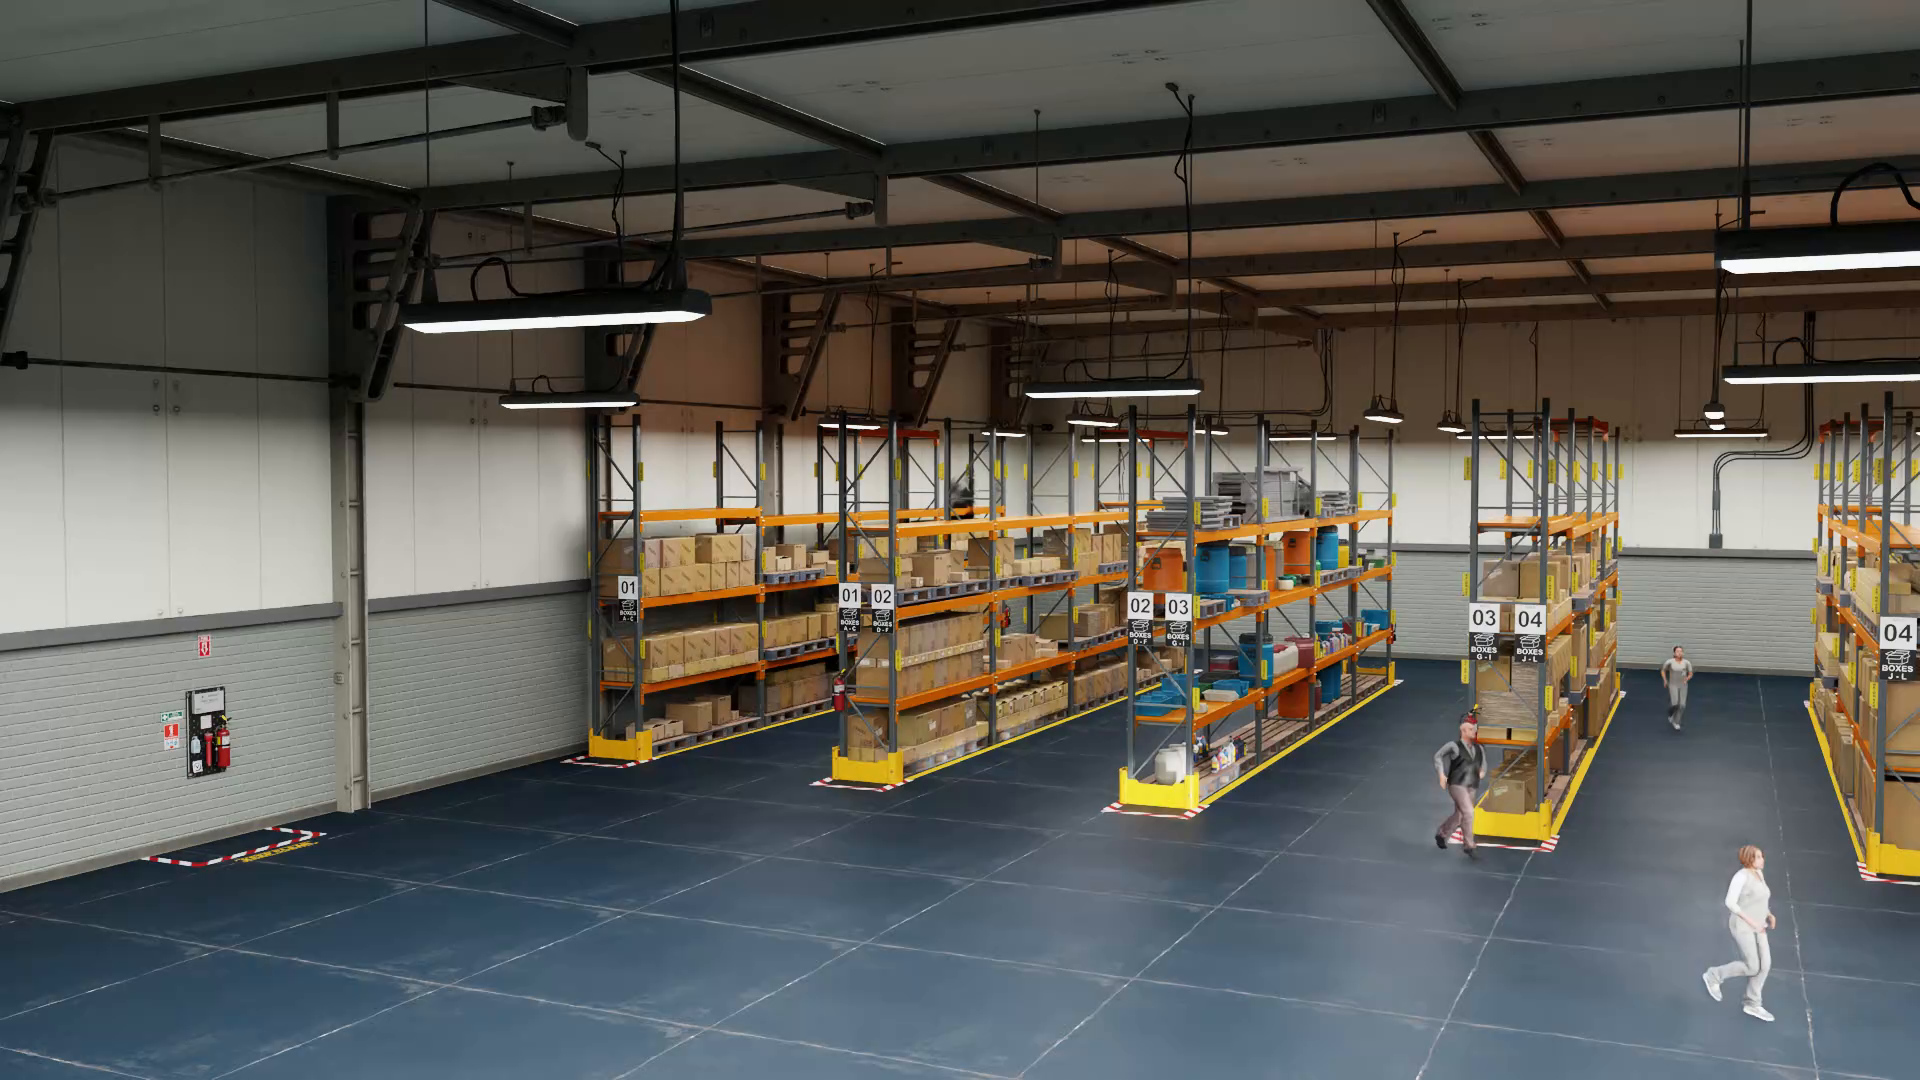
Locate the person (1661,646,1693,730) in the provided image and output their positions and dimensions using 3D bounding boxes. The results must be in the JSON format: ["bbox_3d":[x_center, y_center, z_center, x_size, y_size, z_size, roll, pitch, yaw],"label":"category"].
[{"bbox_3d":[13.907,2.862,32.222,0.559,1.627,0.556,1,2,14],"label":"person"}]

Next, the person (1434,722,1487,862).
[{"bbox_3d":[6.614,3.243,21.691,0.650,1.708,0.892,-1,3,-25],"label":"person"}]

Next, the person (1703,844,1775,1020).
[{"bbox_3d":[7.232,3.590,15.375,0.565,1.585,0.622,-2,3,-39],"label":"person"}]
